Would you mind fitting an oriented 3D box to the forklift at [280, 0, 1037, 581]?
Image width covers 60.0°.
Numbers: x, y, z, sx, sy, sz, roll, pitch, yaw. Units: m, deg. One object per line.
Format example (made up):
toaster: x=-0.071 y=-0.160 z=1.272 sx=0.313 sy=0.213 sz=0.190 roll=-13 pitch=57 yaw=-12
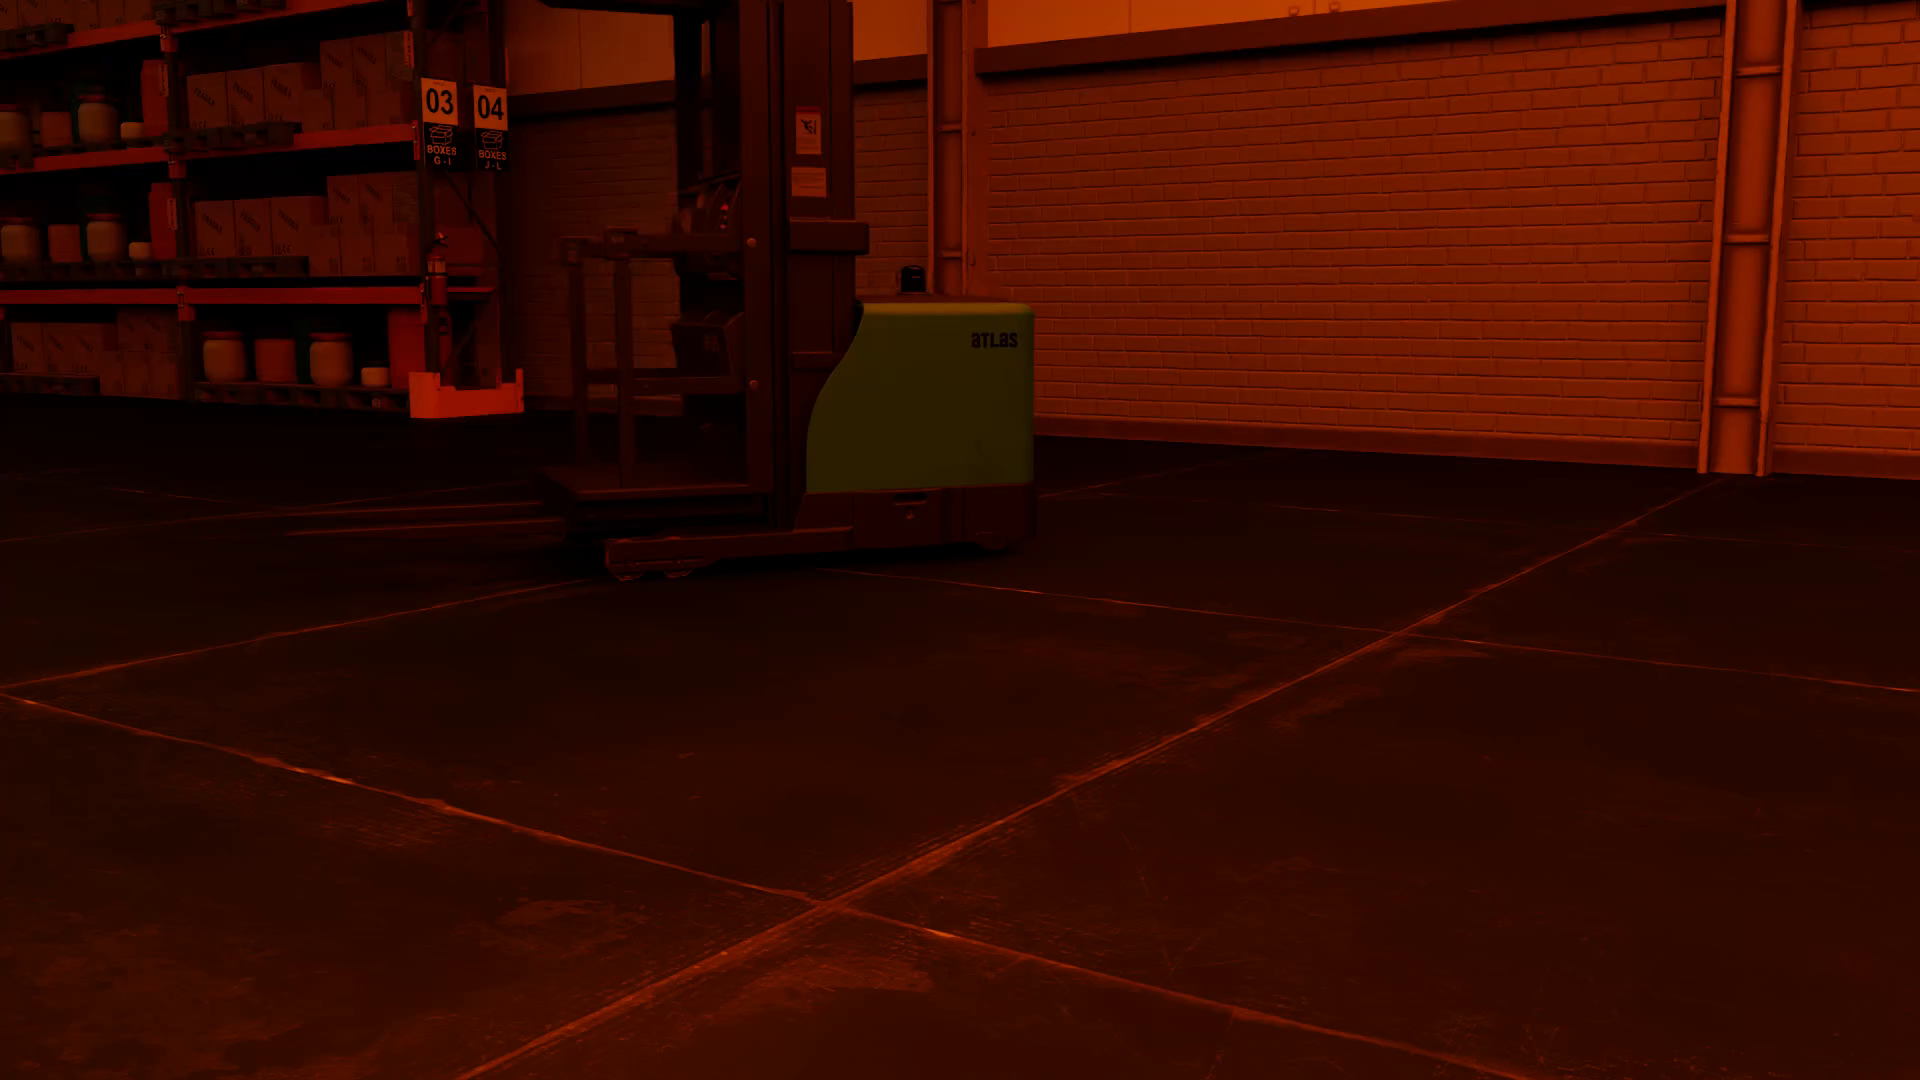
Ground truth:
forklift: x=-1.236 y=-1.374 z=6.858 sx=3.031 sy=2.935 sz=1.130 roll=-3 pitch=9 yaw=-23
